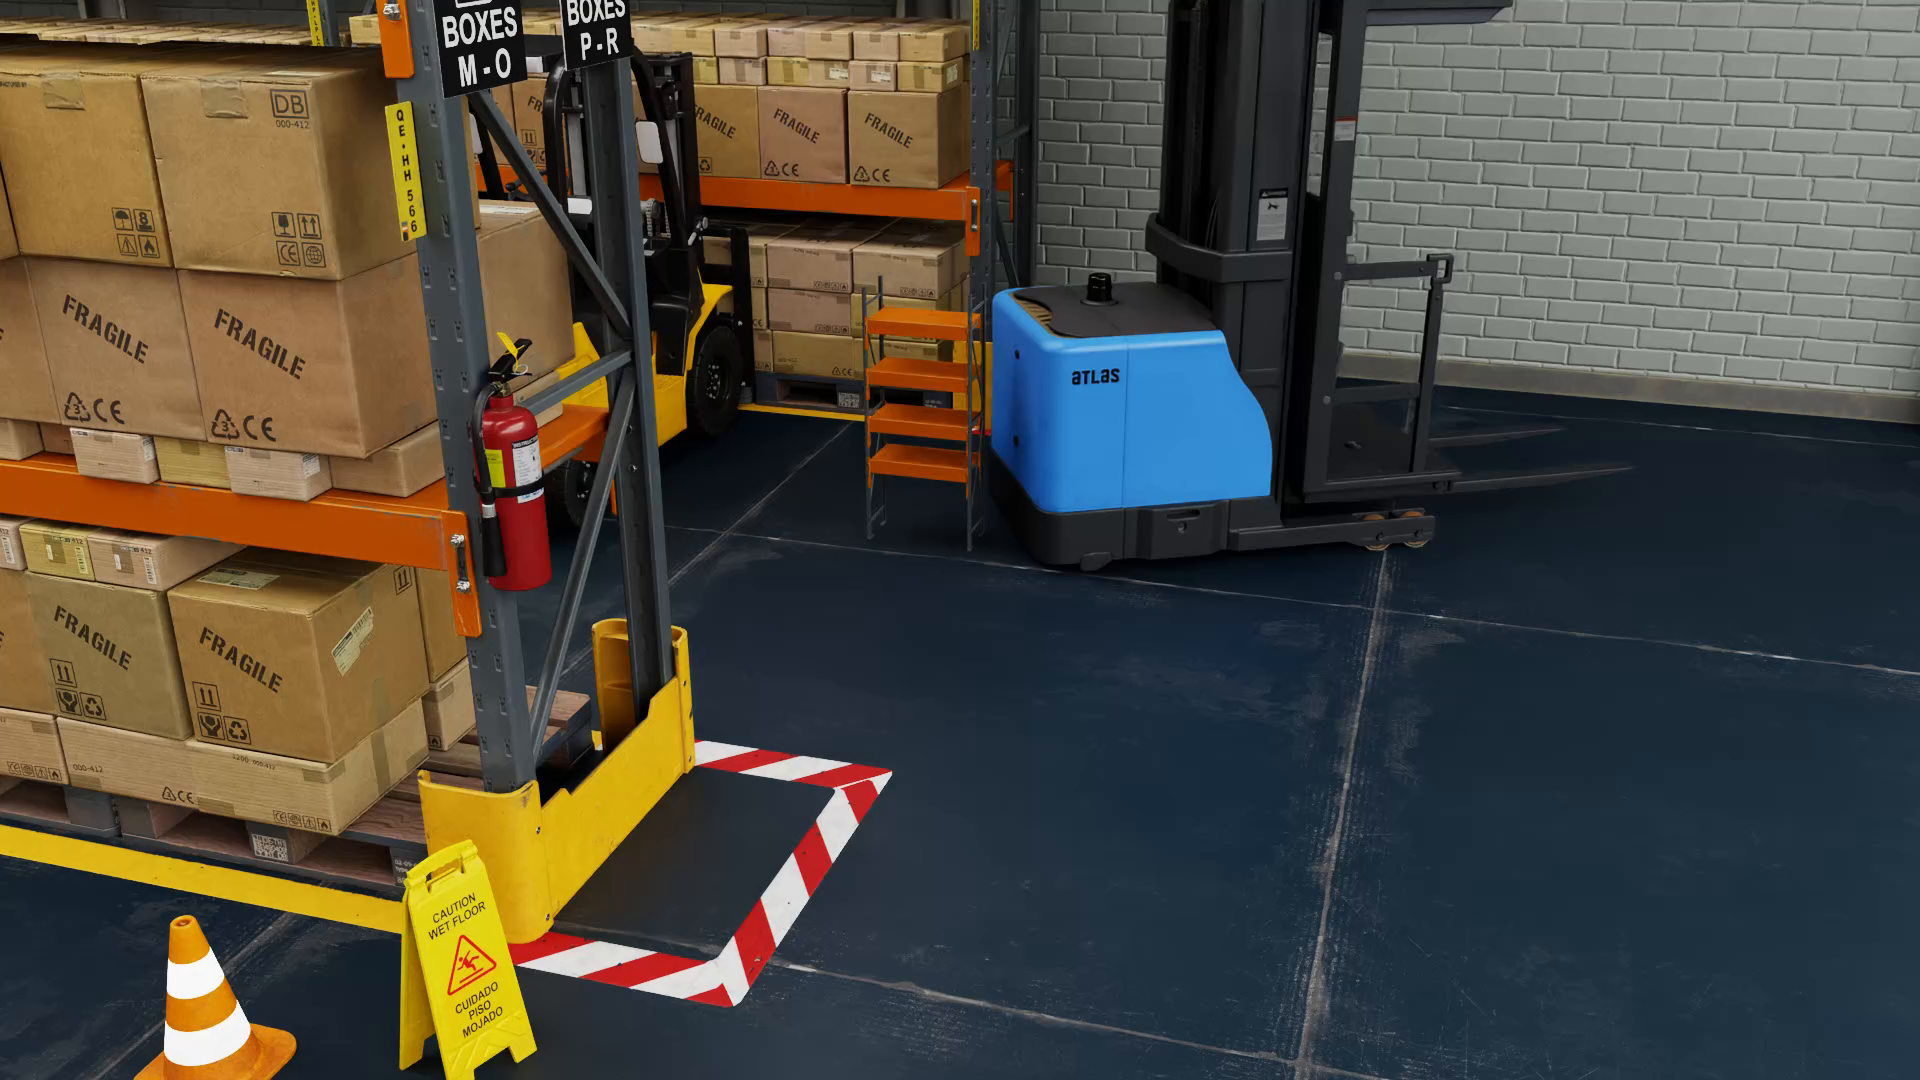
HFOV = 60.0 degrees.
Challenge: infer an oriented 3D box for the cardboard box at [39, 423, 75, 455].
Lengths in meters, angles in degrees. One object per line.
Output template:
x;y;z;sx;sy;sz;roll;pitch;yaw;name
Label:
-2.569;-0.385;5.088;0.250;0.149;0.380;7;23;16;cardboard box

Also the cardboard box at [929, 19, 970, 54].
-0.006;-2.821;9.316;0.250;0.149;0.380;6;23;14;cardboard box

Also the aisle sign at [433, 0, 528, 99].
-1.200;-1.509;4.071;0.004;0.787;0.394;7;23;16;aisle sign

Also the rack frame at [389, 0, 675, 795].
-1.176;-0.418;4.838;0.127;3.000;1.000;7;23;16;rack frame

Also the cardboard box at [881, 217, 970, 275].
-0.151;-1.728;9.784;0.500;0.250;0.500;6;23;15;cardboard box

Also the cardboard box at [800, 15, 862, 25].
-0.736;-2.918;9.553;0.250;0.149;0.380;7;23;16;cardboard box

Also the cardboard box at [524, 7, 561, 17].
-2.439;-3.148;10.114;0.250;0.149;0.380;6;23;14;cardboard box

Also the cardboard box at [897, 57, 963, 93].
-0.159;-2.505;8.938;0.250;0.149;0.380;7;23;16;cardboard box

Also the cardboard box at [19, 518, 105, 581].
-2.629;-0.025;5.106;0.250;0.149;0.380;7;23;16;cardboard box

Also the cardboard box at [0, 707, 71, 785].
-3.024;0.554;5.538;0.500;0.250;0.500;6;23;14;cardboard box

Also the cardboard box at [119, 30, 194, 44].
-4.961;-3.064;10.300;0.250;0.149;0.380;6;23;14;cardboard box

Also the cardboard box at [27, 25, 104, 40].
-5.669;-3.173;10.565;0.250;0.149;0.380;7;23;16;cardboard box

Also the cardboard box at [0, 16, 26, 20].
-6.522;-3.445;11.229;0.250;0.149;0.380;7;23;15;cardboard box

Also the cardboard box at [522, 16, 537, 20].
-2.616;-2.916;9.548;0.250;0.149;0.380;7;23;17;cardboard box

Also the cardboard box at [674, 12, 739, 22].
-1.478;-3.001;9.754;0.250;0.149;0.380;7;23;16;cardboard box

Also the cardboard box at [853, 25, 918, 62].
-0.395;-2.685;8.984;0.250;0.149;0.380;7;23;16;cardboard box

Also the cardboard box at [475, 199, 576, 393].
-1.549;-0.755;5.134;0.500;0.500;0.500;6;23;15;cardboard box

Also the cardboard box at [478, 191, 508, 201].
-3.048;-2.062;10.596;0.500;0.250;0.500;7;23;17;cardboard box

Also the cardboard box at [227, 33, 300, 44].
-4.219;-2.986;10.110;0.250;0.149;0.380;6;23;15;cardboard box

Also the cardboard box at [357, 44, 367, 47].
-3.346;-2.877;9.844;0.250;0.149;0.380;6;23;15;cardboard box

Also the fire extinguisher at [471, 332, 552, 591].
-1.199;-0.203;4.413;0.183;0.674;0.296;7;23;16;fire extinguisher

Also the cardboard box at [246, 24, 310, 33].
-4.330;-3.200;10.632;0.250;0.149;0.380;6;23;15;cardboard box

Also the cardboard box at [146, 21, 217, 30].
-5.055;-3.283;10.833;0.250;0.149;0.380;6;23;15;cardboard box

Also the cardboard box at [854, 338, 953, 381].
-0.287;-1.081;9.523;0.500;0.250;0.500;7;23;16;cardboard box

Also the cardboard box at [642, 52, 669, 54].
-1.607;-2.697;9.405;0.250;0.149;0.380;6;23;15;cardboard box

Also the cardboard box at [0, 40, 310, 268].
-2.210;-1.100;4.657;0.500;0.500;0.700;7;23;16;cardboard box

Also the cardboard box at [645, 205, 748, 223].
-1.595;-1.899;10.200;0.500;0.250;0.500;6;23;14;cardboard box

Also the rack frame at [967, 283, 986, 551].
0.075;-0.547;7.521;0.015;1.200;0.240;7;23;16;rack frame

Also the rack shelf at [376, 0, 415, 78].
-3.091;-1.693;4.939;4.000;0.370;1.077;7;23;16;rack shelf

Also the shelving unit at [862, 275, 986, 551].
-0.158;-0.573;7.587;0.503;1.200;0.258;7;23;16;shelving unit

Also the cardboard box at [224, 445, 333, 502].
-1.870;-0.253;4.765;0.250;0.149;0.380;6;23;15;cardboard box

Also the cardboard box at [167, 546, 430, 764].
-2.018;0.319;5.120;0.500;0.500;0.500;7;23;16;cardboard box

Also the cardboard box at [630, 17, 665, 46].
-1.856;-2.869;9.433;0.250;0.149;0.380;7;23;16;cardboard box

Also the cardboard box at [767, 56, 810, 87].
-0.877;-2.604;9.179;0.250;0.149;0.380;6;23;15;cardboard box

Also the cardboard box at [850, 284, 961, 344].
-0.302;-1.315;9.436;0.500;0.250;0.500;6;23;15;cardboard box

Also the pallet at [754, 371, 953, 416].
-0.490;-1.001;9.932;1.213;0.211;1.003;7;23;16;pallet

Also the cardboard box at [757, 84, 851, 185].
-0.787;-2.287;9.262;0.500;0.500;0.500;7;23;17;cardboard box

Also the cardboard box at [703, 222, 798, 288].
-1.253;-1.650;9.592;0.500;0.250;0.500;7;23;16;cardboard box

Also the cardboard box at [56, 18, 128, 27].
-5.776;-3.389;11.094;0.250;0.149;0.380;6;23;15;cardboard box

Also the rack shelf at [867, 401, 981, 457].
-0.158;-0.511;7.612;0.480;0.148;0.258;7;23;16;rack shelf

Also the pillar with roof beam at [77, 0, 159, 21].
-7.140;-4.495;6.871;0.400;9.000;9.100;7;23;16;pillar with roof beam

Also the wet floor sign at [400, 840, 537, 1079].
-1.303;1.080;4.286;0.232;0.644;0.267;16;27;34;wet floor sign

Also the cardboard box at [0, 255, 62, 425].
-2.731;-0.674;4.938;0.500;0.500;0.500;6;23;15;cardboard box

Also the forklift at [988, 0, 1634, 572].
1.711;-1.494;7.550;3.031;2.935;1.130;-5;23;-12;forklift

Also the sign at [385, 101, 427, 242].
-1.355;-0.901;4.072;0.005;0.325;0.100;7;23;16;sign

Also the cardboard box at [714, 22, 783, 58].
-1.151;-2.746;9.134;0.250;0.149;0.380;7;23;17;cardboard box

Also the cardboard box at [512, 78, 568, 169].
-2.237;-2.457;9.676;0.500;0.500;0.500;6;23;15;cardboard box

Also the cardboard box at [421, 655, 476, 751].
-1.868;0.471;5.740;0.500;0.250;0.500;6;23;15;cardboard box
